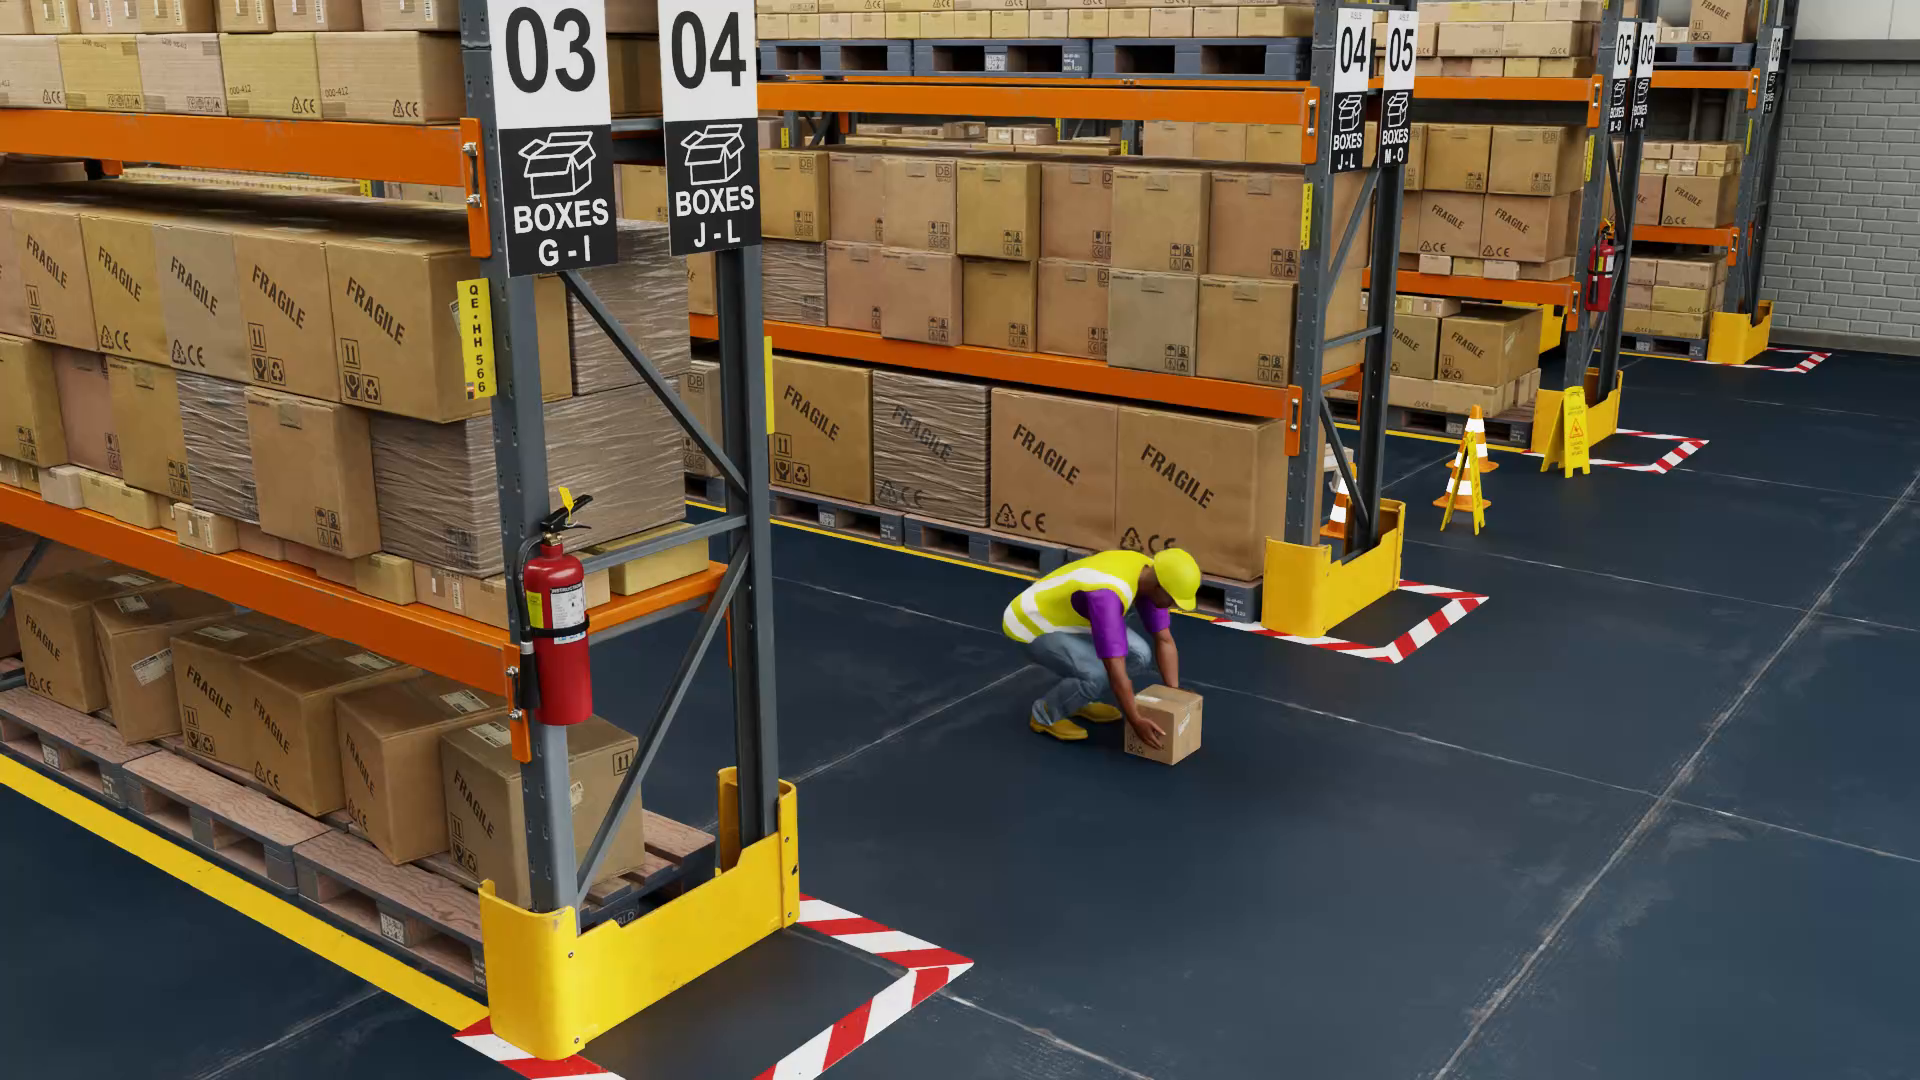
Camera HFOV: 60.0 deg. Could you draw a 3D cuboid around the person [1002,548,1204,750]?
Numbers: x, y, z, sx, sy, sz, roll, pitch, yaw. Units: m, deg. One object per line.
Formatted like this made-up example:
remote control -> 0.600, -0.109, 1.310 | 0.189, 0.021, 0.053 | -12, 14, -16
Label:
person -> 0.656, 0.431, 7.532 | 0.897, 0.926, 0.569 | 12, 20, 35
